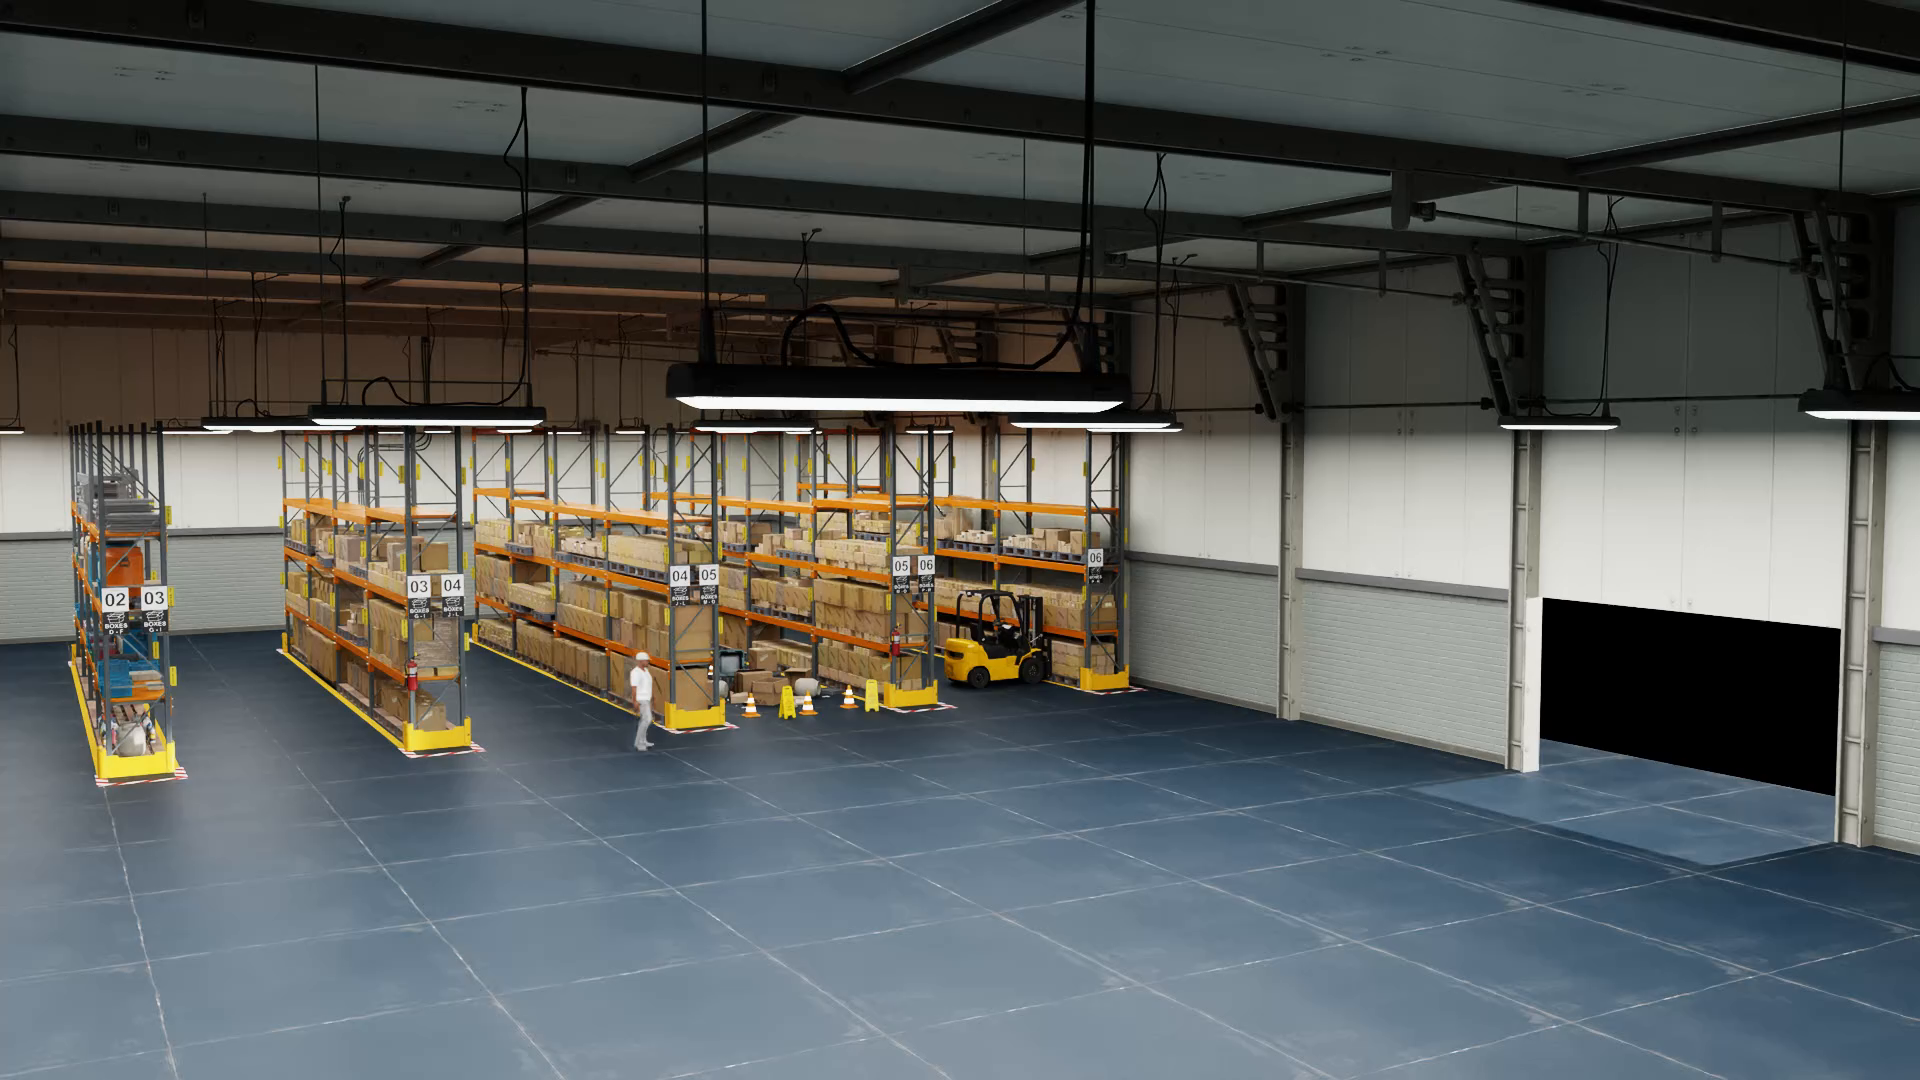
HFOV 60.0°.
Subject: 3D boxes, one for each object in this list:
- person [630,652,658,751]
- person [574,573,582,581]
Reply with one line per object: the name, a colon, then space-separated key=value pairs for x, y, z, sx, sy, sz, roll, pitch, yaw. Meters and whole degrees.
person: x=-5.830 y=2.956 z=30.643 sx=0.382 sy=1.790 sz=0.607 roll=0 pitch=4 yaw=6
person: x=-11.484 y=1.795 z=50.069 sx=0.420 sy=1.604 sz=1.033 roll=-1 pitch=4 yaw=-22
